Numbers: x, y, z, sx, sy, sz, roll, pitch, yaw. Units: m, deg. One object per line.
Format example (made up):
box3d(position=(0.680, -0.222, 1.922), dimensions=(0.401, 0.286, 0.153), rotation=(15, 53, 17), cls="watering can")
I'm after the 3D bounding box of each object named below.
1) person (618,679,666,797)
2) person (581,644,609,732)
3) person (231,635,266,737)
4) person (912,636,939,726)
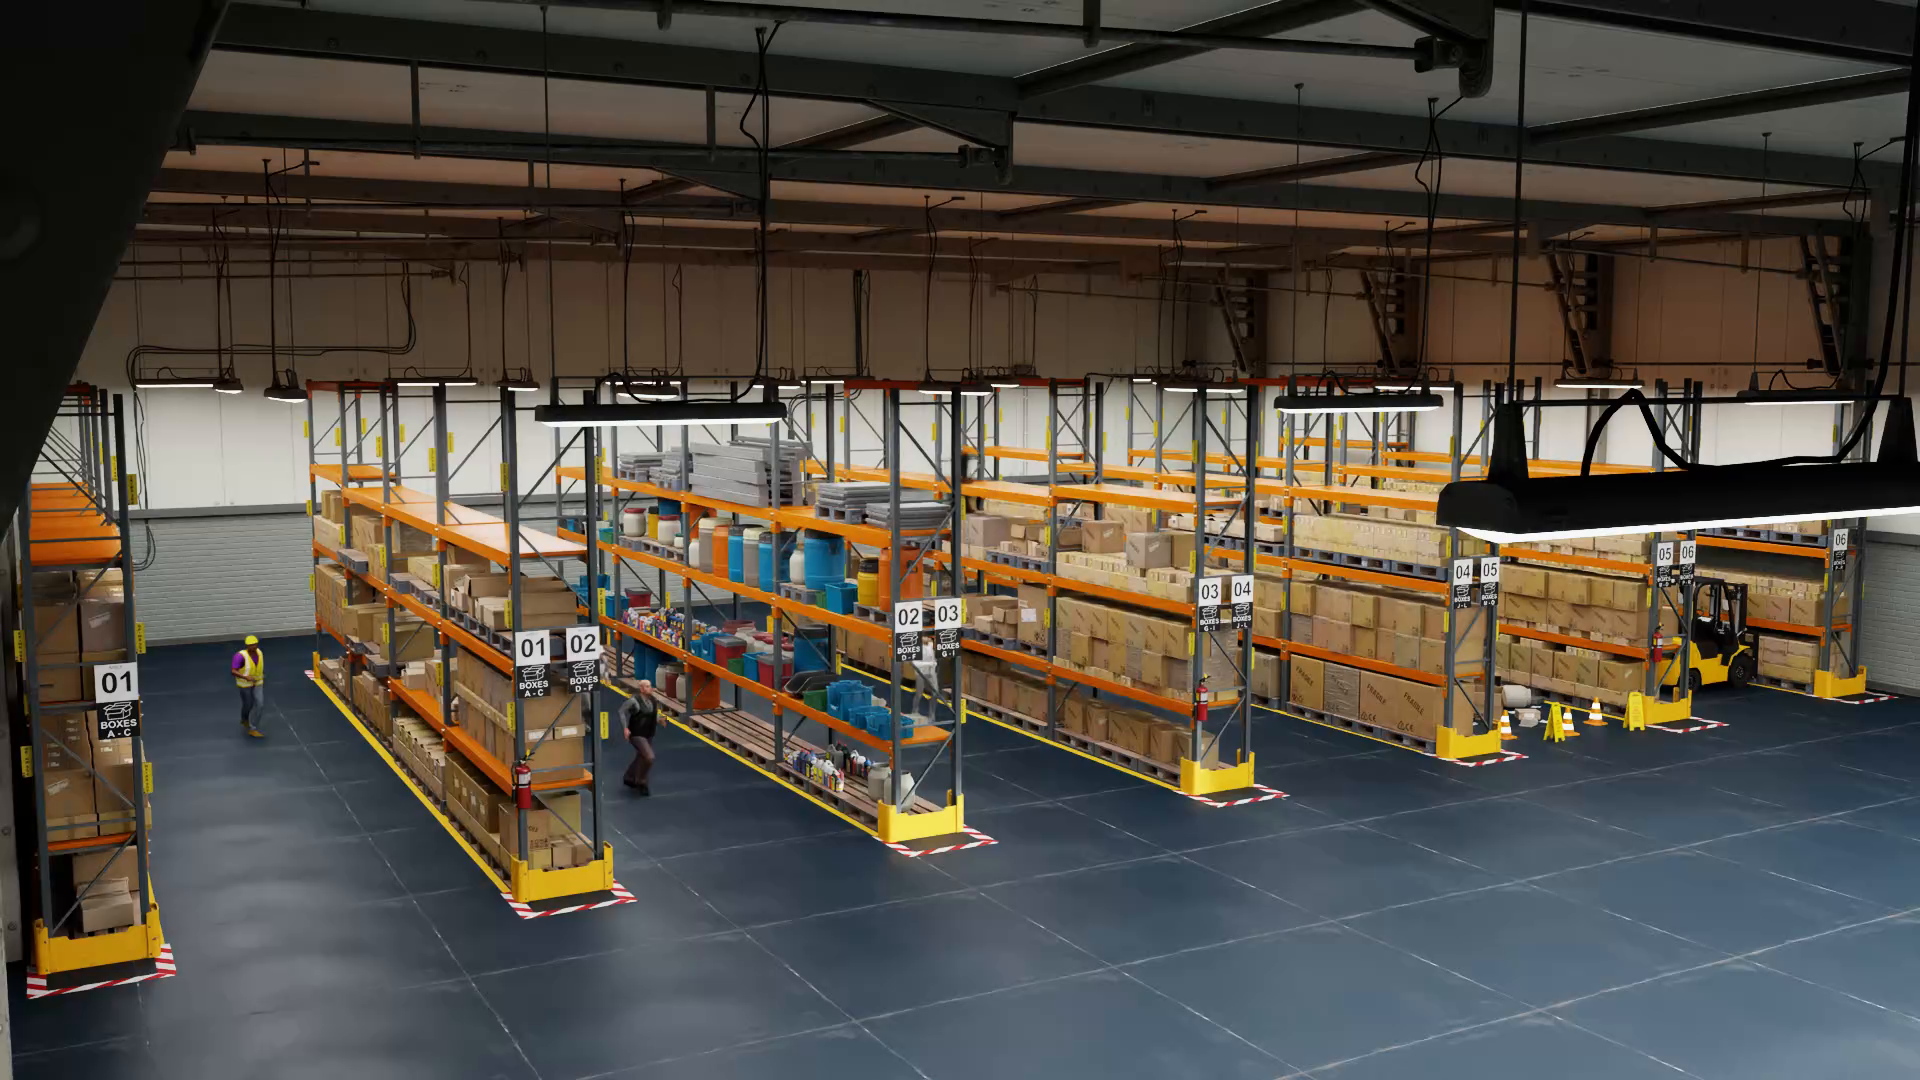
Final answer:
box3d(position=(-4.685, 2.901, 24.456), dimensions=(0.834, 1.739, 0.607), rotation=(4, 7, 31), cls="person")
box3d(position=(-6.316, 2.528, 28.347), dimensions=(0.691, 1.599, 0.818), rotation=(-5, 8, -38), cls="person")
box3d(position=(-12.107, 2.460, 28.241), dimensions=(0.848, 1.736, 0.672), rotation=(5, 8, 41), cls="person")
box3d(position=(-0.603, 2.392, 29.189), dimensions=(0.559, 1.740, 0.811), rotation=(-3, 7, -28), cls="person")
